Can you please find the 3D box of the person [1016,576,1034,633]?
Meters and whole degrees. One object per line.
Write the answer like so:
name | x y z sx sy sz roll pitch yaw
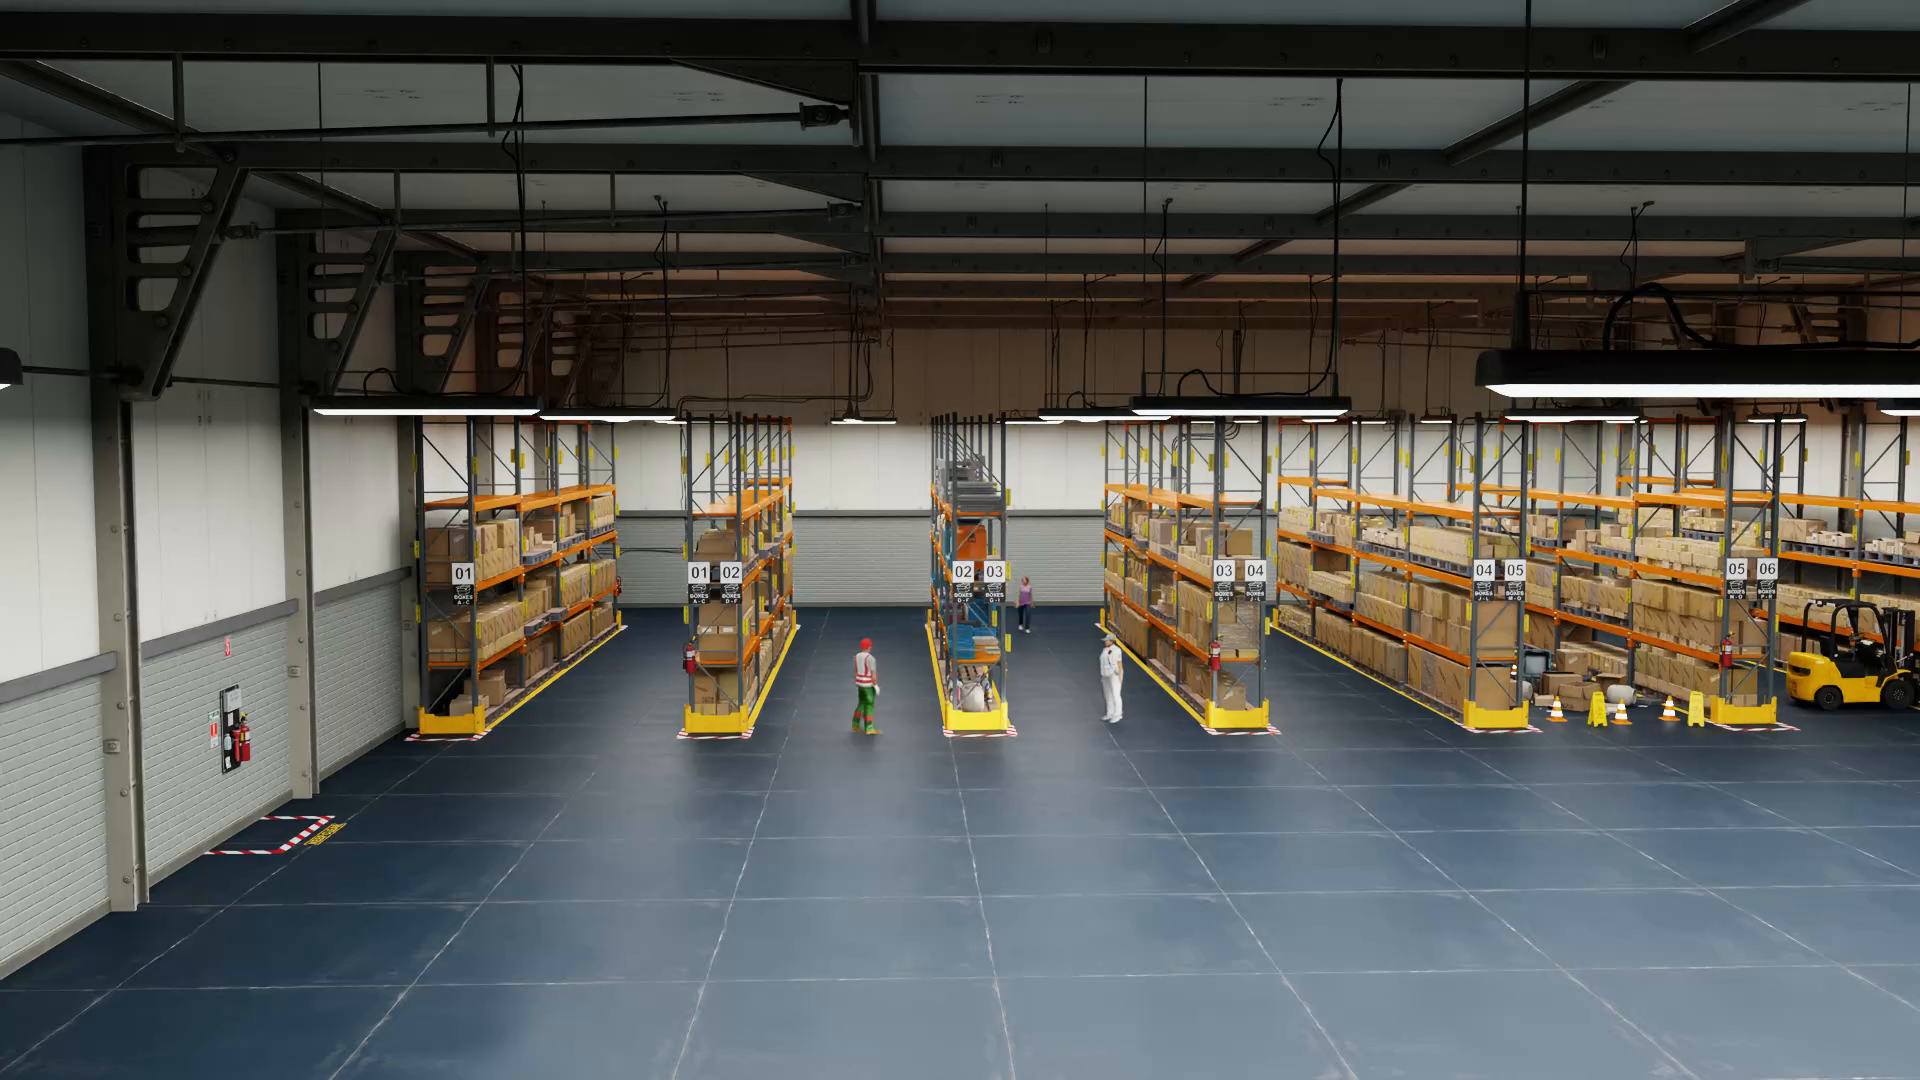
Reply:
person | 1.814 1.788 46.295 0.506 1.558 0.776 0 4 -3

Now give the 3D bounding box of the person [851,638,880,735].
person | -1.731 2.736 31.035 0.442 1.824 0.607 -2 5 -33

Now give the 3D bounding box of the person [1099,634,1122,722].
person | 2.950 2.682 32.530 0.457 1.678 0.611 -3 5 -36

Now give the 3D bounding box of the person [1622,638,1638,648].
person | 17.287 1.968 42.983 0.465 1.641 0.502 3 5 36
